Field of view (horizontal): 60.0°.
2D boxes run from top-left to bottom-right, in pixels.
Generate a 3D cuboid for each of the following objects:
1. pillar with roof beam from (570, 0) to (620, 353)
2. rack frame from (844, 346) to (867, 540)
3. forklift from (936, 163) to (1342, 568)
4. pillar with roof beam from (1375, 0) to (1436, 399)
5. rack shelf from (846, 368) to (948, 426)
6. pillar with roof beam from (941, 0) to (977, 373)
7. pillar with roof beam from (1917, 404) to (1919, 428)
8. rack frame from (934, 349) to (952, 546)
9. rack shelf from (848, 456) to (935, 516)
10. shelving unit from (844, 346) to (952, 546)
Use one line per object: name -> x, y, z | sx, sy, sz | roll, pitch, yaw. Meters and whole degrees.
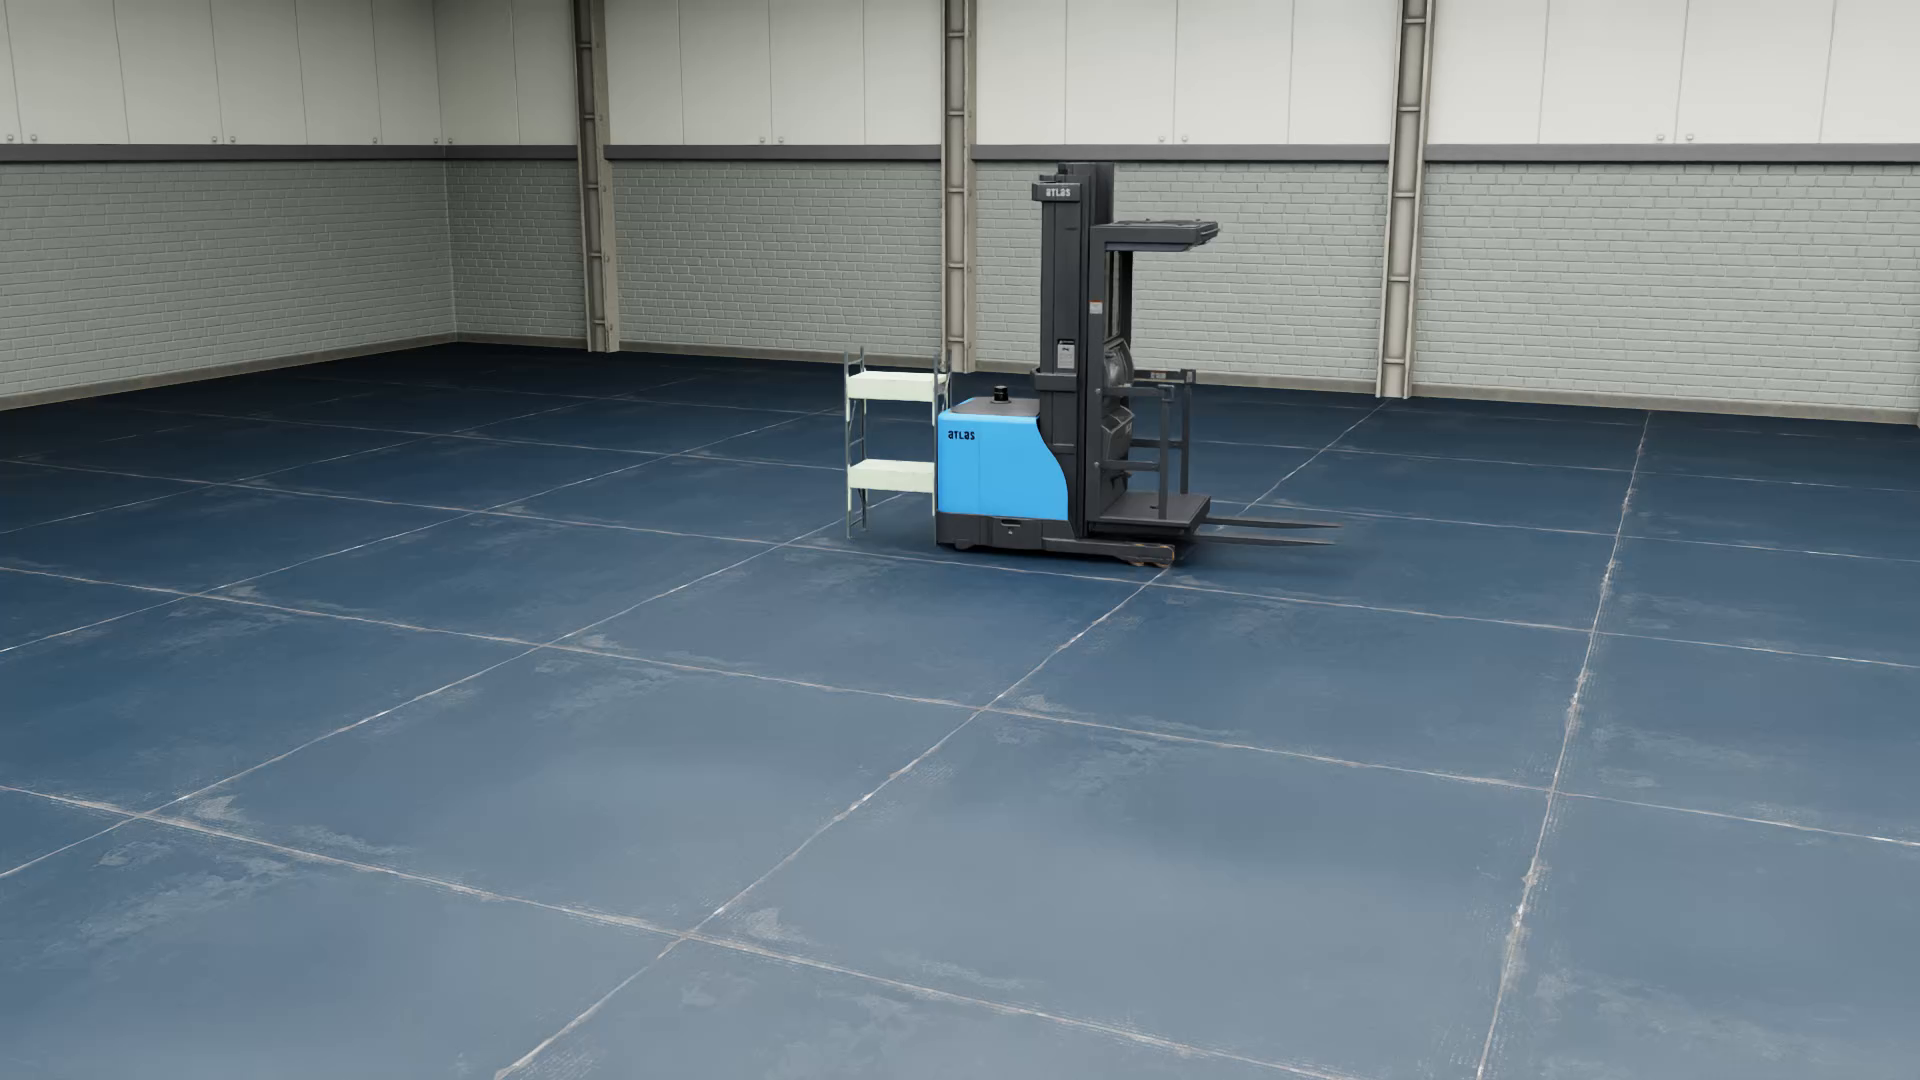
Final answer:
pillar with roof beam -> -7.246, -6.405, 20.853 | 0.400, 9.000, 9.100 | 6, 14, 23
rack frame -> -0.834, -0.777, 13.282 | 0.023, 1.500, 0.400 | 4, 14, 16
forklift -> 1.390, -1.356, 12.617 | 3.031, 2.935, 1.130 | 4, 14, 16
pillar with roof beam -> 3.725, -5.295, 16.121 | 0.400, 9.000, 9.100 | 6, 14, 23
rack shelf -> -0.484, -1.133, 13.090 | 0.720, 0.370, 0.431 | 4, 14, 16
pillar with roof beam -> -1.761, -5.850, 18.487 | 0.400, 9.000, 9.100 | 6, 14, 23
pillar with roof beam -> 9.211, -4.740, 13.755 | 0.400, 9.000, 9.100 | 6, 14, 23
rack frame -> -0.133, -0.728, 13.076 | 0.023, 1.500, 0.400 | 4, 14, 16
rack shelf -> -0.484, -0.435, 13.254 | 0.720, 0.370, 0.431 | 4, 14, 16
shelving unit -> -0.484, -0.753, 13.179 | 0.755, 1.500, 0.431 | 4, 14, 16
